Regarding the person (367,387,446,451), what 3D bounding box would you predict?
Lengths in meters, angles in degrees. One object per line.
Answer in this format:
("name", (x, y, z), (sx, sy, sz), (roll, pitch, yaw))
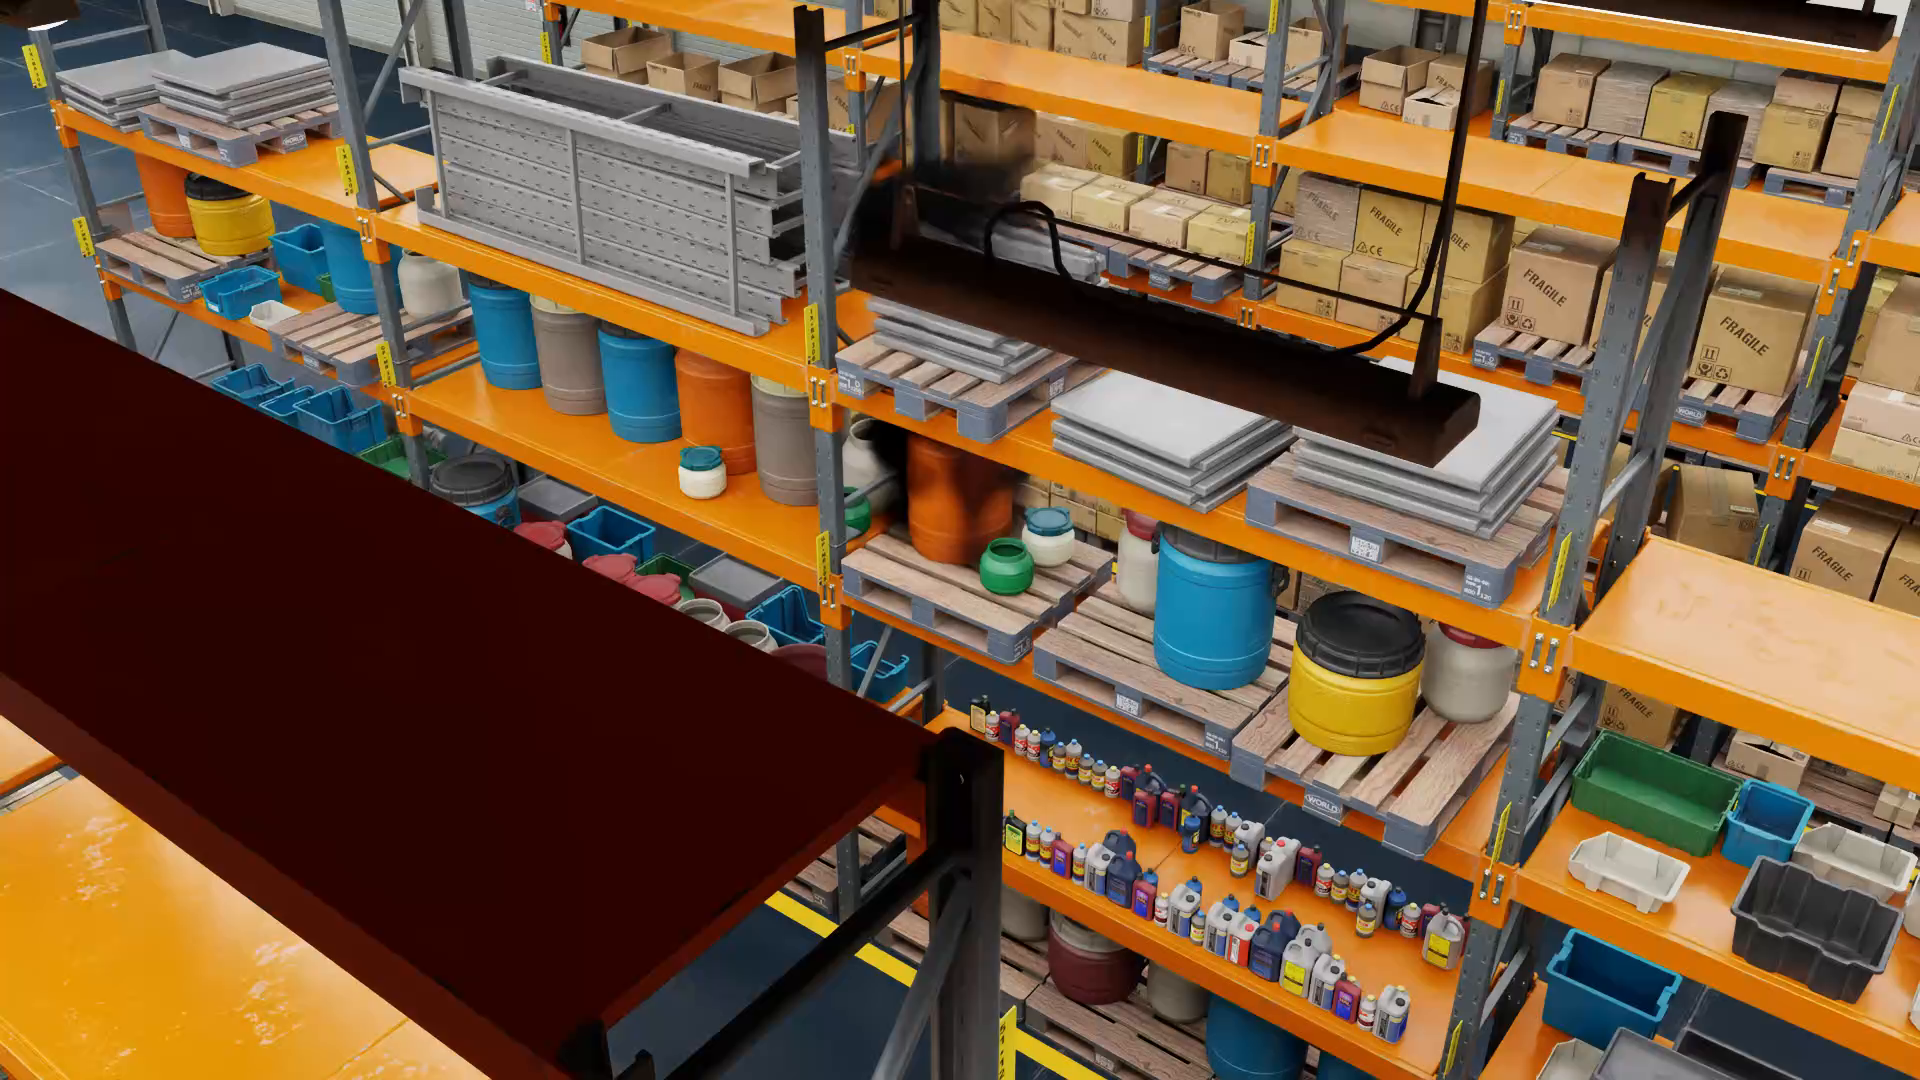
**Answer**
("person", (-5.343, -1.387, 15.908), (0.625, 1.732, 0.664), (3, 32, 5))
